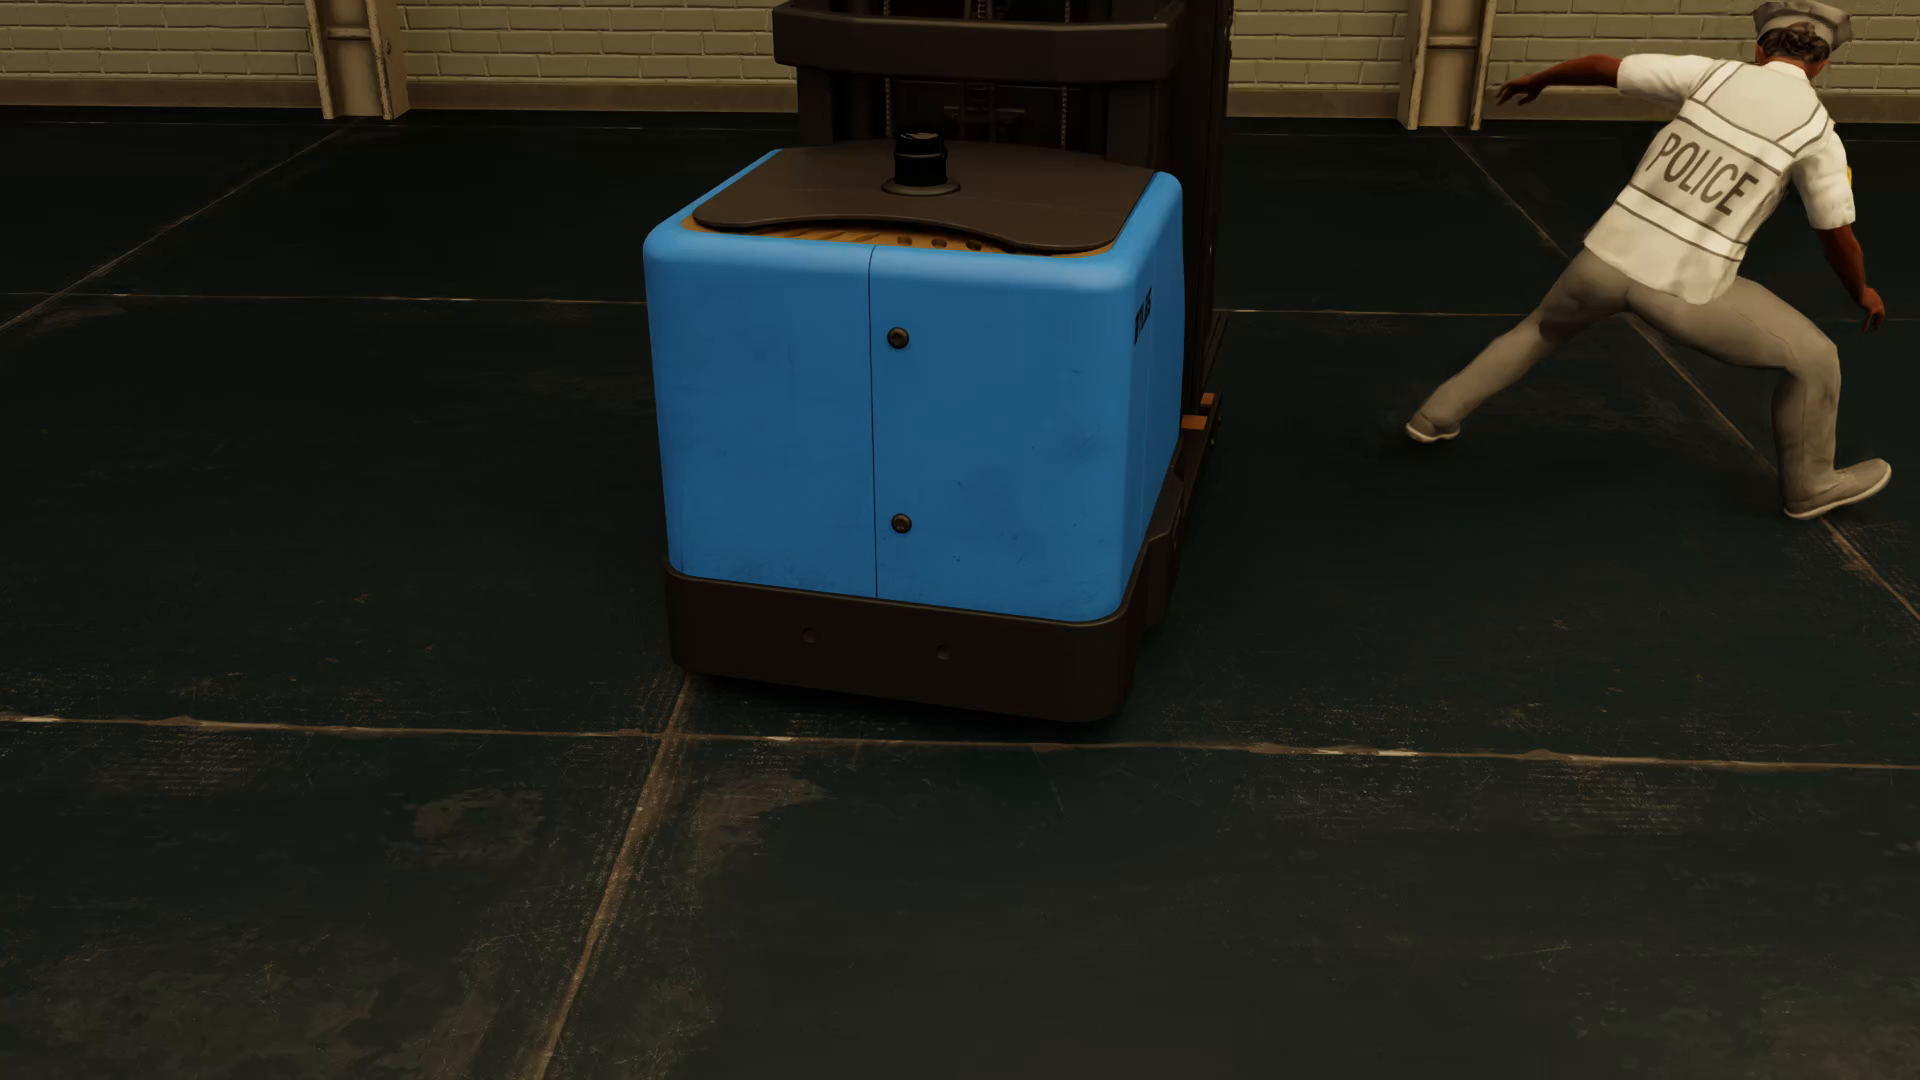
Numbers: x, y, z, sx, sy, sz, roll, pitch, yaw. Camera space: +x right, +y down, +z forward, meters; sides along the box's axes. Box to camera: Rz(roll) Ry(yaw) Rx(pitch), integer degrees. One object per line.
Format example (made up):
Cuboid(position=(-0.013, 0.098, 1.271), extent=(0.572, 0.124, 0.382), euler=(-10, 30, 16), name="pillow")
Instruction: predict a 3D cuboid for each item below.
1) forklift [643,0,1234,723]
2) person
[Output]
Cuboid(position=(0.188, -1.553, 4.357), extent=(1.130, 2.935, 3.031), euler=(6, 27, 13), name="forklift")
Cuboid(position=(1.935, -0.769, 4.545), extent=(0.730, 1.382, 1.185), euler=(-21, 33, -36), name="person")
